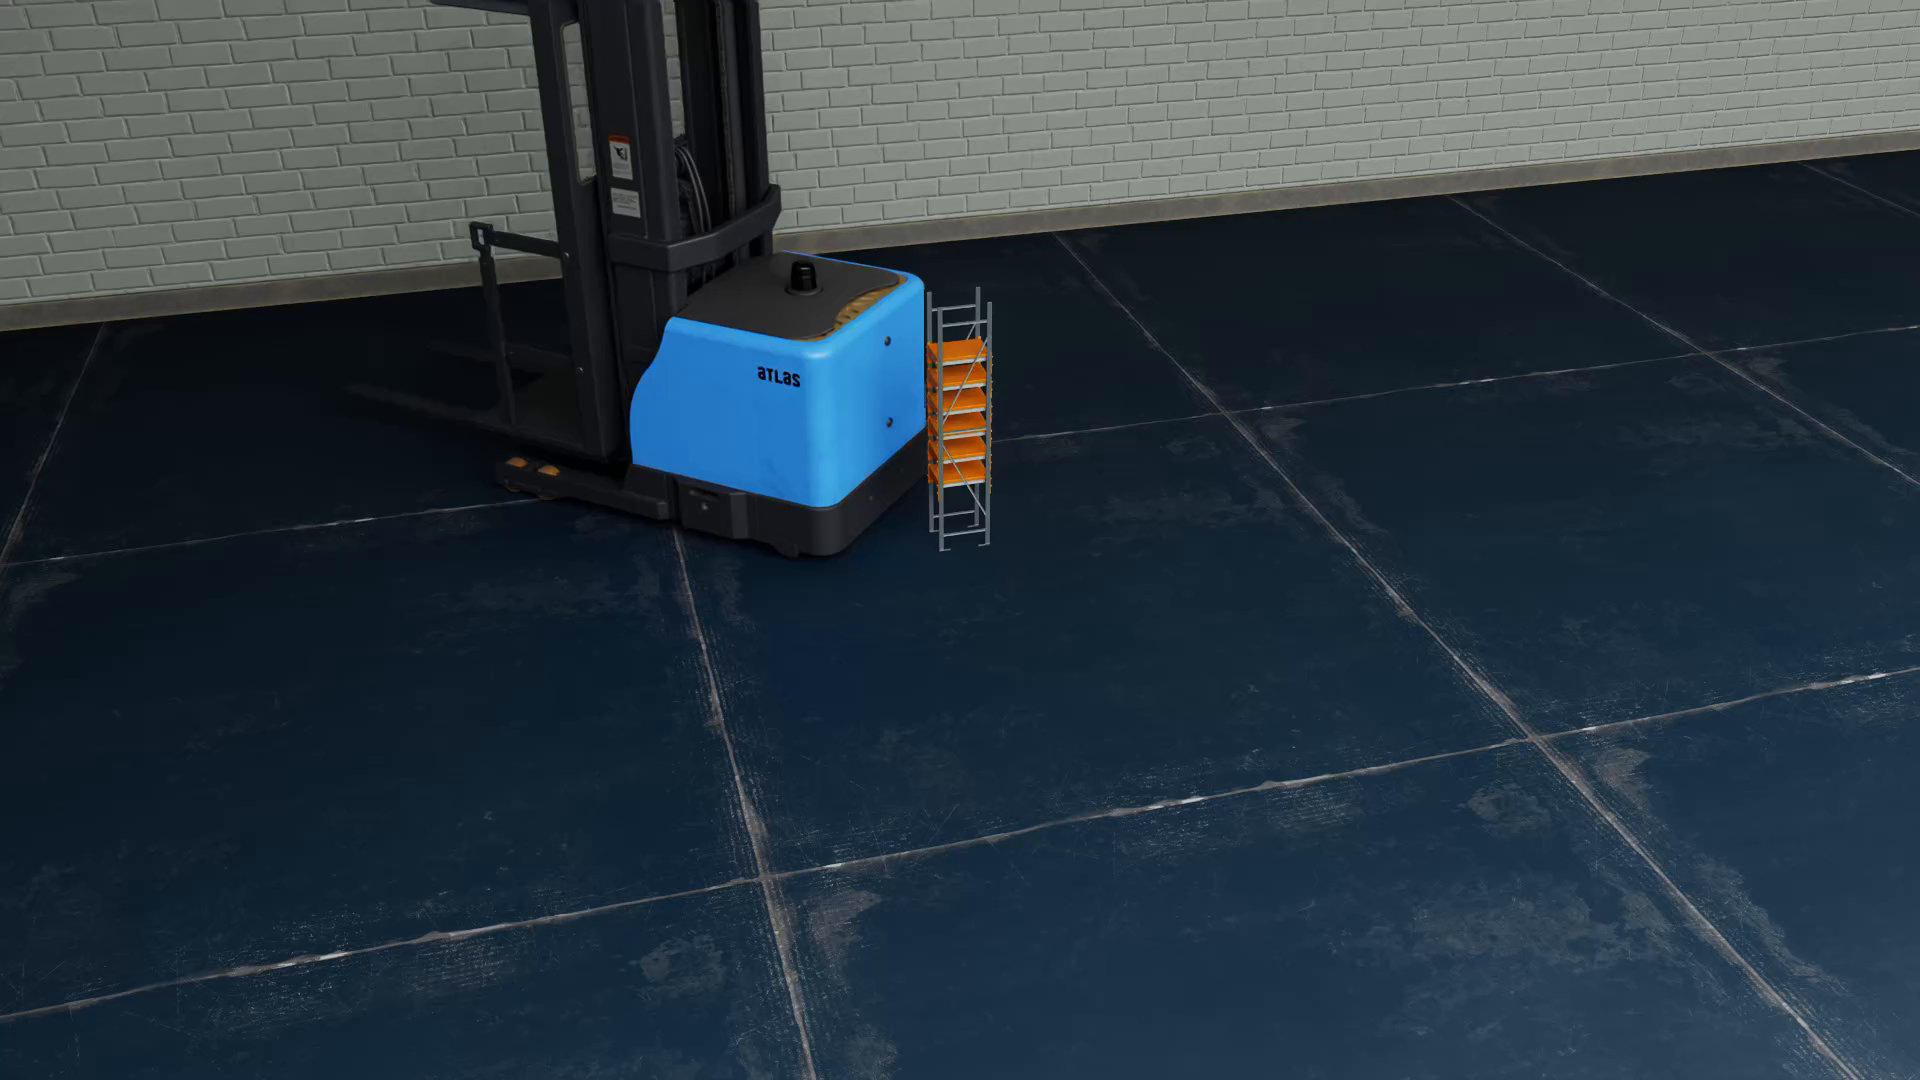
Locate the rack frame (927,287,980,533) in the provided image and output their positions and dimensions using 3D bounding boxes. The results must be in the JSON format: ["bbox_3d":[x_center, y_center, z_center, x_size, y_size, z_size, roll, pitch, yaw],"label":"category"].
[{"bbox_3d":[-0.028,-0.570,7.538,0.240,1.200,0.006,-8,31,-13],"label":"rack frame"}]

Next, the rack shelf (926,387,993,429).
[{"bbox_3d":[-0.004,-0.592,7.424,0.258,0.103,0.180,-8,31,-13],"label":"rack shelf"}]

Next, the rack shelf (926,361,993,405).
[{"bbox_3d":[-0.004,-0.696,7.364,0.258,0.103,0.180,-8,31,-13],"label":"rack shelf"}]

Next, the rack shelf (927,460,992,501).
[{"bbox_3d":[-0.004,-0.280,7.604,0.258,0.103,0.180,-8,31,-13],"label":"rack shelf"}]

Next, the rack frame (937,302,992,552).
[{"bbox_3d":[0.020,-0.482,7.385,0.240,1.200,0.006,-8,31,-13],"label":"rack frame"}]

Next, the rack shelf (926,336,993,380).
[{"bbox_3d":[-0.004,-0.799,7.303,0.258,0.103,0.180,-8,31,-13],"label":"rack shelf"}]

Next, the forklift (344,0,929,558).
[{"bbox_3d":[-1.707,-1.684,7.733,3.031,2.935,1.130,14,33,22],"label":"forklift"}]

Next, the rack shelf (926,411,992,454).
[{"bbox_3d":[-0.004,-0.488,7.484,0.258,0.103,0.180,-8,31,-13],"label":"rack shelf"}]

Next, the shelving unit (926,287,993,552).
[{"bbox_3d":[-0.004,-0.526,7.462,0.258,1.200,0.189,-8,31,-13],"label":"shelving unit"}]

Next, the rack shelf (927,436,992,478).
[{"bbox_3d":[-0.004,-0.384,7.544,0.258,0.103,0.180,-8,31,-13],"label":"rack shelf"}]
